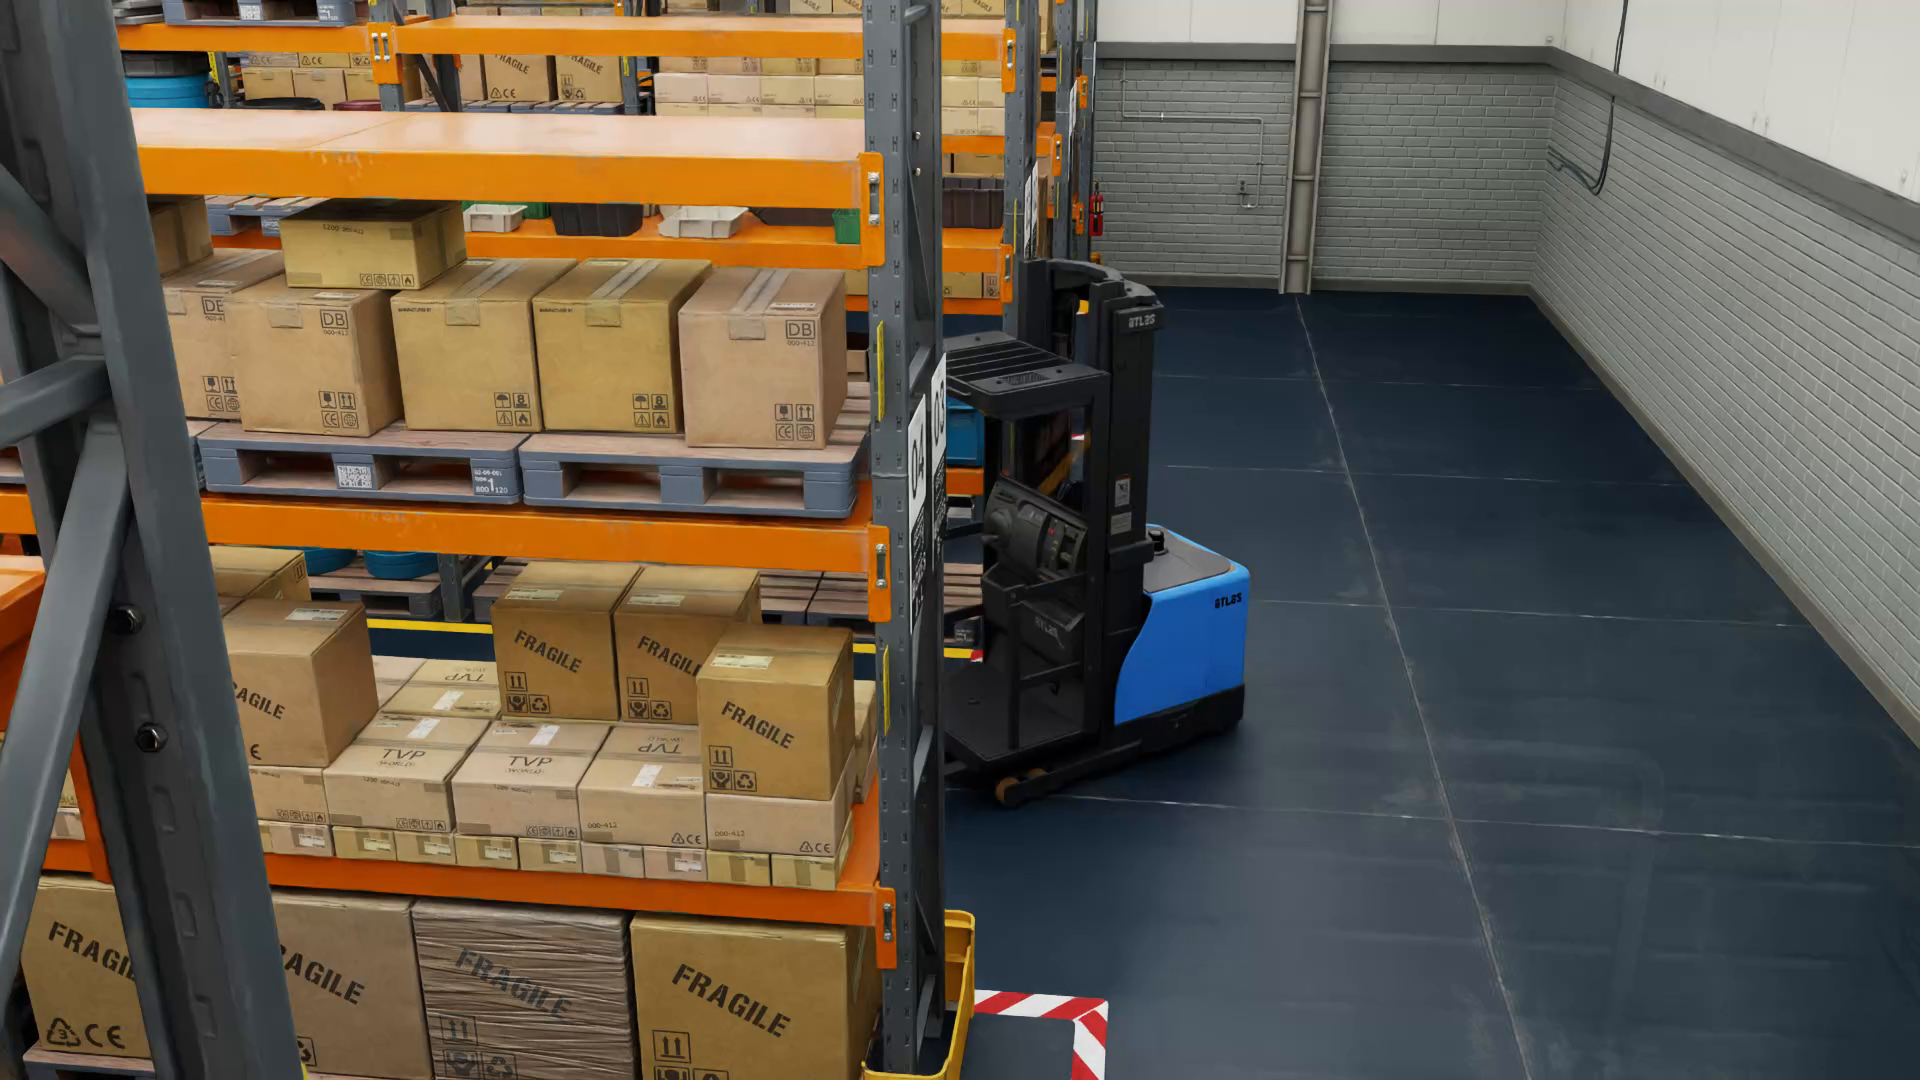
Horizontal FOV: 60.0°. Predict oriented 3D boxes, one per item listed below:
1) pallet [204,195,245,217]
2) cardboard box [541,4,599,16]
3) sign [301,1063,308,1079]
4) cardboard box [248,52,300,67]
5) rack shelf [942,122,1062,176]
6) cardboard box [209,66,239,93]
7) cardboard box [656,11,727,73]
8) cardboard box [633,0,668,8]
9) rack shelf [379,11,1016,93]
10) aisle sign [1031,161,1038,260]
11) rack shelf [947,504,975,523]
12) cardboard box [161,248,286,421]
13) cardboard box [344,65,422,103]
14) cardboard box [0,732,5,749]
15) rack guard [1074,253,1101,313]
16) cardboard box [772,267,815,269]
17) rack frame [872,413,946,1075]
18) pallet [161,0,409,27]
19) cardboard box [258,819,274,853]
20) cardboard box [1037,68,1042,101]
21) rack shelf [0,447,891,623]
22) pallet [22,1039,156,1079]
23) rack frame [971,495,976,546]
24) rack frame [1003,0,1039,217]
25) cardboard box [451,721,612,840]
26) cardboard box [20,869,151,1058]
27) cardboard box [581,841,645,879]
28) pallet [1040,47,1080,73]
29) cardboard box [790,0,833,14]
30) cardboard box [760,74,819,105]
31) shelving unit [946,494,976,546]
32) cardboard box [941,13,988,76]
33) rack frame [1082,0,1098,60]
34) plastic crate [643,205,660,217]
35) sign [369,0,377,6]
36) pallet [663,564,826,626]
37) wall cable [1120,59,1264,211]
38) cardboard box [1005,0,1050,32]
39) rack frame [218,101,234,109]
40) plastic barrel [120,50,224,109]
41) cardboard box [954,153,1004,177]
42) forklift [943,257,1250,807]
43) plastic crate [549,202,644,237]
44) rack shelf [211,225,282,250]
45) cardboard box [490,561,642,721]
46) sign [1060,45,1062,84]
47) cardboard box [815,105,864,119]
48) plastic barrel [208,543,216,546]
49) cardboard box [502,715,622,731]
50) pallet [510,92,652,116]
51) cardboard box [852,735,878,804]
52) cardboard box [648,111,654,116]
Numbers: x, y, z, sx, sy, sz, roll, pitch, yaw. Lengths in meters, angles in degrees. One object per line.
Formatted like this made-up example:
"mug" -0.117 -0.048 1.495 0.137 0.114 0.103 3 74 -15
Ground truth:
"pallet" -5.923 -1.470 9.254 1.331 0.211 5.837 3 22 9
"cardboard box" -4.816 -6.384 20.694 0.500 0.500 0.700 4 22 9
"sign" -0.810 0.808 2.048 0.005 0.325 0.100 2 22 6
"cardboard box" -6.532 -4.847 16.045 0.500 0.500 0.500 2 22 6
"rack shelf" -1.006 -3.763 15.776 4.000 0.370 1.077 2 22 6
"cardboard box" -7.421 -4.482 16.249 0.500 0.250 0.500 1 22 2
"cardboard box" -2.505 -4.688 15.643 0.500 0.500 0.700 2 22 6
"cardboard box" -3.821 -6.697 20.465 0.500 0.250 0.500 2 22 5
"rack shelf" -1.593 -3.163 10.724 4.000 0.370 1.077 2 22 6
"aisle sign" 0.500 -2.122 11.191 0.004 0.787 0.394 2 22 6
"rack shelf" 0.008 -0.220 13.352 0.200 0.077 0.258 2 22 6
"cardboard box" -2.844 -0.819 6.508 0.500 0.500 0.700 4 22 9
"cardboard box" -5.504 -4.352 16.153 0.500 0.500 0.910 2 22 6
"cardboard box" -3.716 0.524 6.813 0.500 0.500 0.500 2 22 6
"rack guard" 1.583 -3.261 21.009 0.348 0.500 1.175 2 22 6
"cardboard box" -1.513 -2.670 15.979 0.500 0.500 0.500 2 22 6
"rack frame" -0.189 1.001 6.829 0.127 3.000 1.000 2 22 6
"pallet" -4.404 -3.521 10.908 1.213 0.211 1.003 2 22 6
"cardboard box" -2.869 1.123 6.861 0.250 0.149 0.380 2 22 6
"cardboard box" 0.501 -4.291 15.657 0.500 0.250 0.500 2 22 6
"rack shelf" -2.175 -0.146 6.628 4.000 0.370 1.077 2 22 6
"pallet" -3.416 2.186 7.624 1.213 0.211 1.003 2 22 6
"rack frame" 0.109 -0.414 13.262 0.006 0.900 0.240 2 22 6
"rack frame" 0.394 -3.597 10.300 0.127 3.000 1.000 2 22 6
"cardboard box" -1.711 0.964 6.721 0.500 0.250 0.500 2 22 4
"cardboard box" -3.515 1.678 7.434 0.875 0.875 0.875 2 22 6
"cardboard box" -1.338 1.189 6.693 0.250 0.149 0.380 3 22 7
"pallet" 0.822 -5.807 20.088 1.213 0.211 1.003 2 22 6
"cardboard box" -1.738 -6.380 19.895 0.500 0.500 0.500 2 22 6
"cardboard box" -1.546 -4.188 15.397 0.500 0.250 0.500 2 22 6
"shelving unit" 0.008 -0.418 13.273 0.210 0.900 0.258 2 22 6
"cardboard box" -0.018 -4.591 15.397 0.500 0.500 0.700 2 22 6
"rack frame" 1.560 -7.215 19.449 0.127 3.000 1.000 2 22 6
"plastic crate" -2.271 -2.337 11.550 0.466 0.136 0.293 2 22 6
"sign" -3.645 -3.473 10.268 0.005 0.325 0.100 2 22 6
"pallet" -1.629 0.386 12.177 1.213 0.211 1.003 2 22 6
"wall cable" 2.942 -5.187 21.098 1.851 1.984 0.084 2 22 6
"cardboard box" 0.801 -6.272 19.622 0.500 0.500 0.500 2 22 6
"rack frame" -6.964 -2.962 16.852 0.127 3.000 1.000 2 22 6
"plastic barrel" -5.291 -2.822 11.165 0.708 0.901 0.600 2 22 6
"cardboard box" 0.328 -4.610 20.612 0.700 0.700 0.980 2 22 6
"forklift" 0.260 -0.050 9.579 3.031 2.935 1.130 -13 25 -30
"plastic crate" -2.377 -2.161 10.924 0.590 0.269 0.497 2 22 6
"rack shelf" -5.565 -2.128 11.640 4.000 0.370 1.077 2 22 6
"cardboard box" -1.646 0.422 7.071 0.500 0.500 0.500 2 22 5
"sign" 0.895 -4.221 14.752 0.005 0.325 0.100 2 22 6
"cardboard box" -1.049 -3.937 15.443 0.500 0.250 0.500 2 22 6
"plastic barrel" -5.942 -0.164 12.483 0.708 0.588 0.600 2 22 6
"cardboard box" -1.650 0.770 7.212 0.500 0.250 0.500 2 22 4
"pallet" -3.631 -4.150 16.034 1.003 0.211 1.213 2 22 6
"cardboard box" -0.503 0.982 7.218 0.250 0.149 0.380 3 22 7
"cardboard box" -3.858 -5.296 21.167 0.500 0.250 0.500 2 22 4
